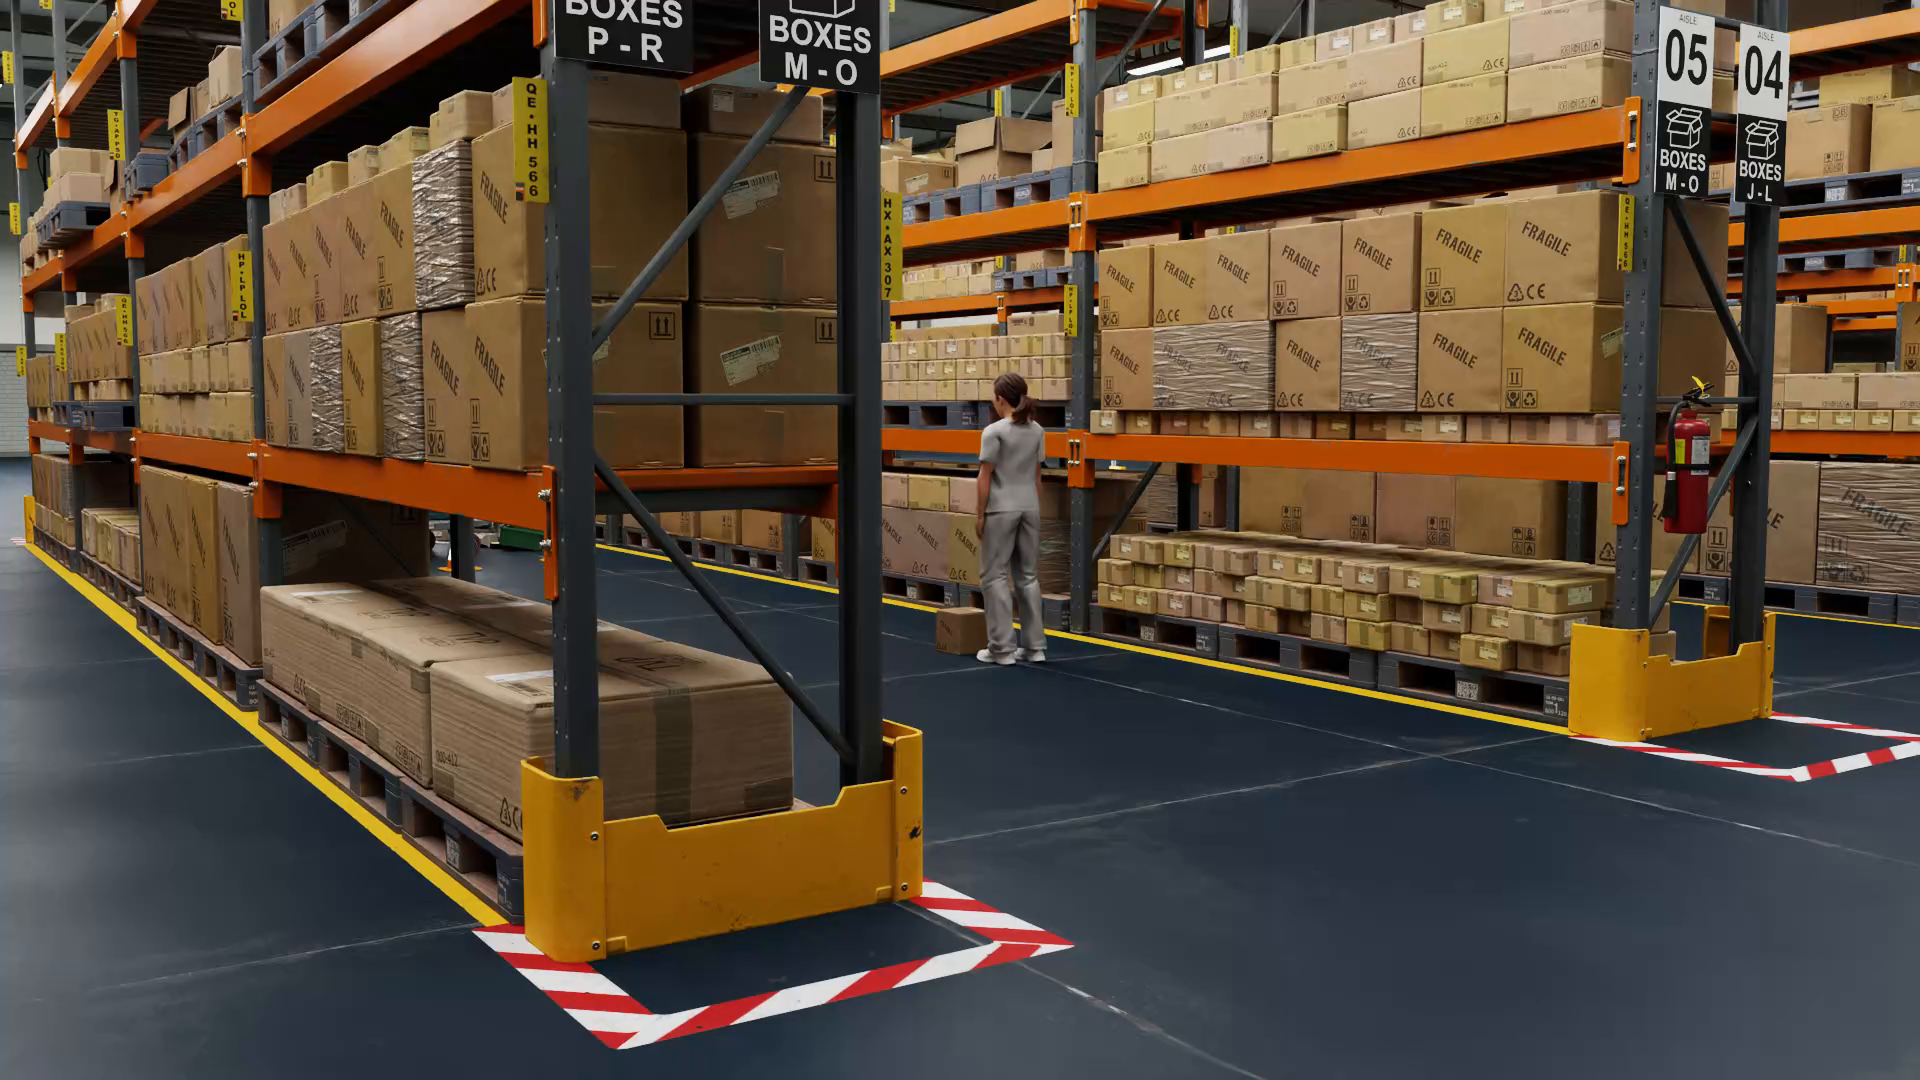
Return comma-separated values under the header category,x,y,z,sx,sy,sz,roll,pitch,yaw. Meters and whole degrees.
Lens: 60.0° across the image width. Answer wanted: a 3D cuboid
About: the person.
category,x,y,z,sx,sy,sz,roll,pitch,yaw
person,0.293,-0.122,9.560,0.439,1.674,0.359,-3,6,-33
